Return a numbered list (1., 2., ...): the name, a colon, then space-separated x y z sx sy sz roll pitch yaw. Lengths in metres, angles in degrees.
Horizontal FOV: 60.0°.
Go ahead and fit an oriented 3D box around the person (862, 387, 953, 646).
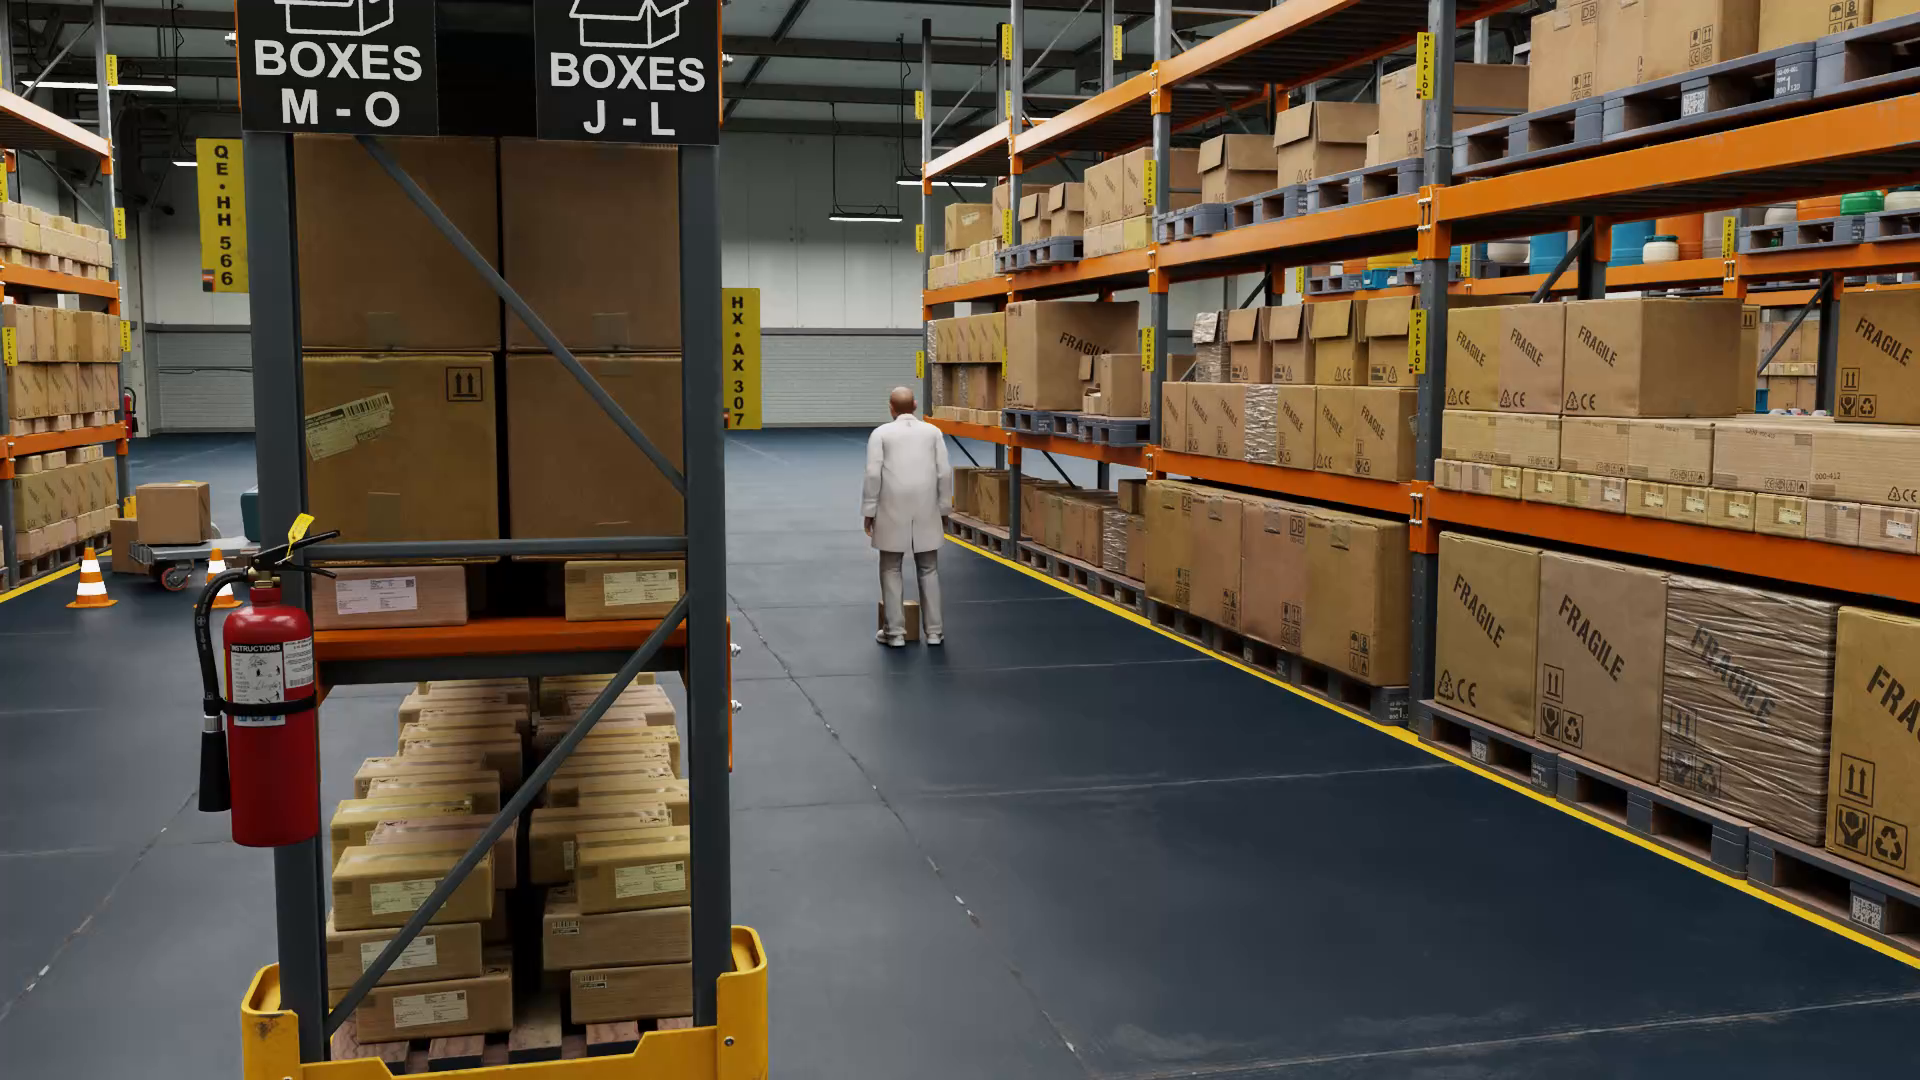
1. person: -0.356 -0.164 11.455 0.641 1.773 0.424 -2 6 -15
